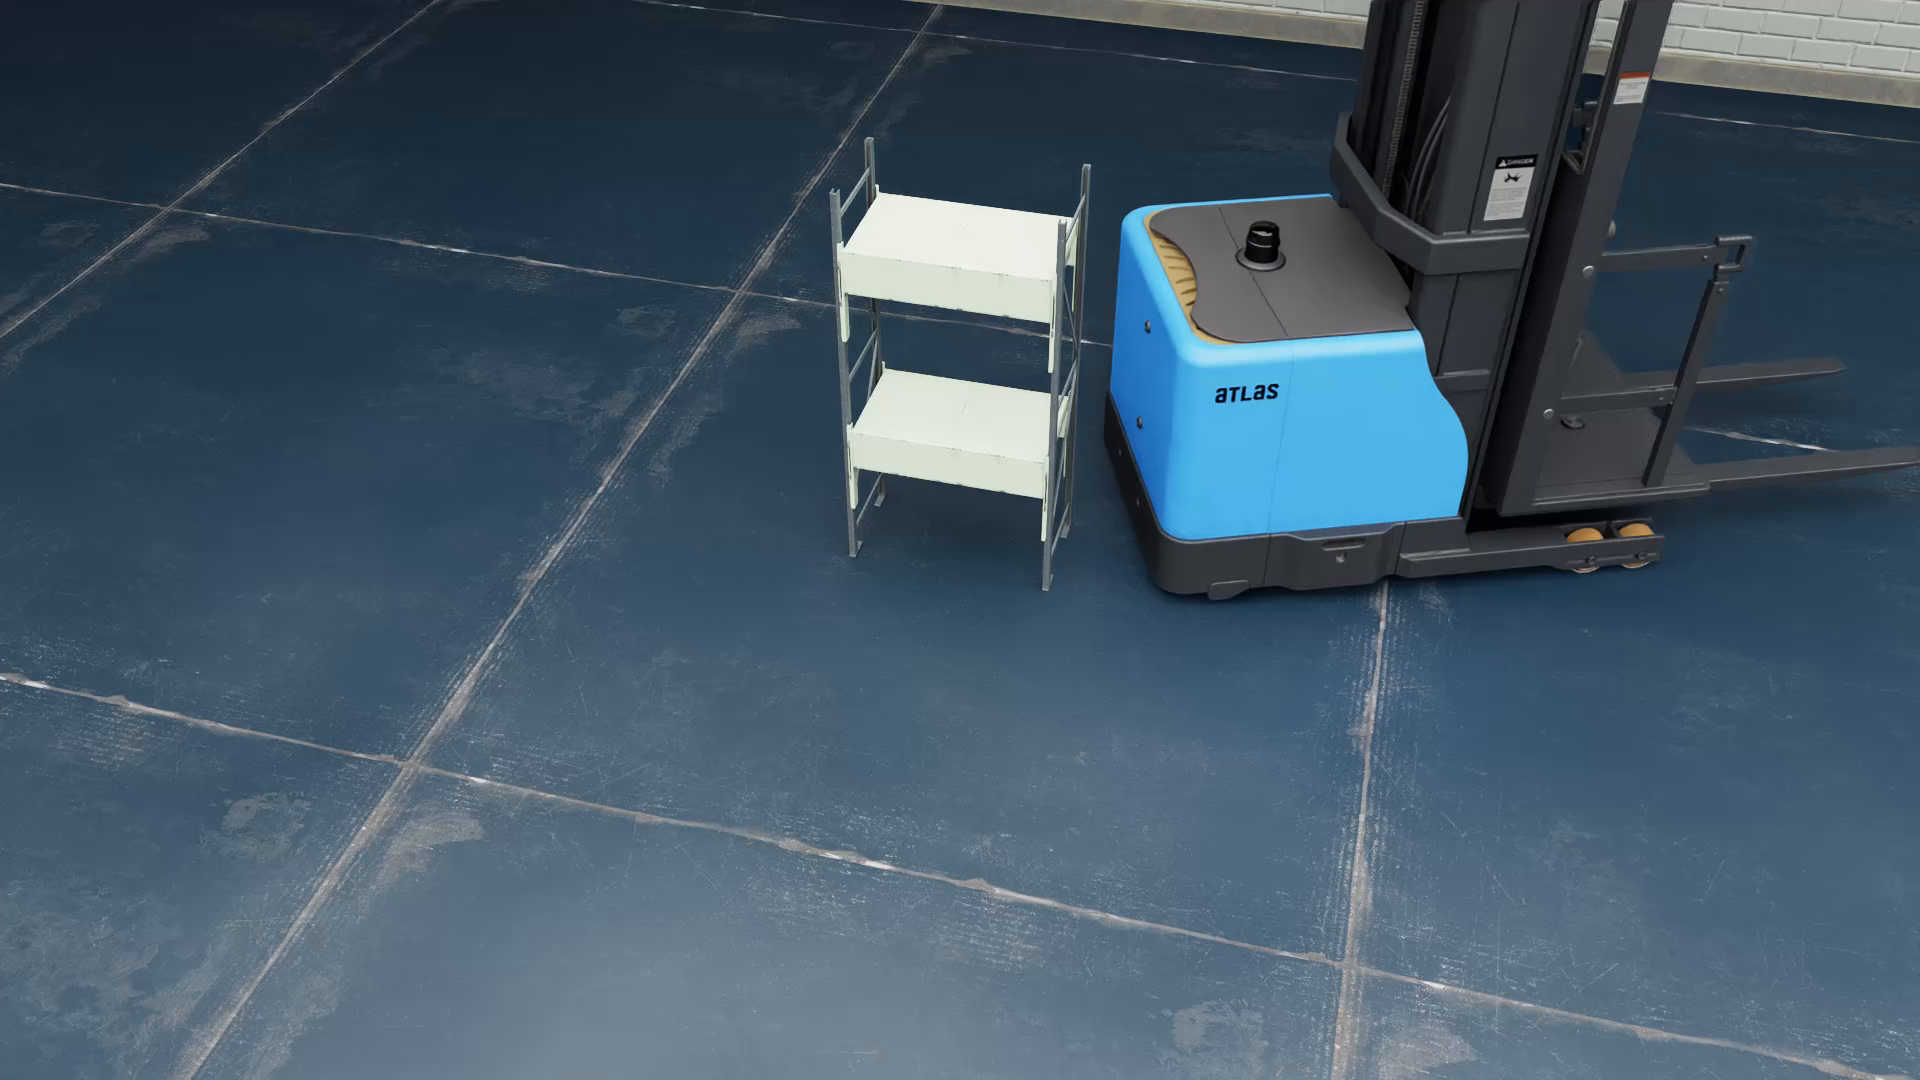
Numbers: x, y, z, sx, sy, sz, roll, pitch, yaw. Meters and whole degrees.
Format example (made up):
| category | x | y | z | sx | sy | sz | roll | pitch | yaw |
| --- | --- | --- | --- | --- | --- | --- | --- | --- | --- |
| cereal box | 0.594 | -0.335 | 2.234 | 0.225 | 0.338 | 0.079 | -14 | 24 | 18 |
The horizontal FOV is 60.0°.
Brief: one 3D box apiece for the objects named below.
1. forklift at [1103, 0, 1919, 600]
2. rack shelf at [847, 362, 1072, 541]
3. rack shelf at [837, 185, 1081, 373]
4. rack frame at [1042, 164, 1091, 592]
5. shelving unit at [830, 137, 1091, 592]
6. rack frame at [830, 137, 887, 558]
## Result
| category | x | y | z | sx | sy | sz | roll | pitch | yaw |
| --- | --- | --- | --- | --- | --- | --- | --- | --- | --- |
| forklift | 2.130 | -1.335 | 5.560 | 3.031 | 2.935 | 1.130 | -5 | 40 | -6 |
| rack shelf | 0.006 | -0.324 | 5.976 | 0.720 | 0.370 | 0.431 | 10 | 41 | 11 |
| rack shelf | 0.006 | -0.872 | 5.515 | 0.720 | 0.370 | 0.431 | 10 | 41 | 11 |
| rack frame | 0.360 | -0.512 | 5.694 | 0.023 | 1.500 | 0.400 | 10 | 41 | 11 |
| shelving unit | 0.006 | -0.573 | 5.766 | 0.755 | 1.500 | 0.431 | 10 | 41 | 11 |
| rack frame | -0.347 | -0.634 | 5.839 | 0.023 | 1.500 | 0.400 | 10 | 41 | 11 |
